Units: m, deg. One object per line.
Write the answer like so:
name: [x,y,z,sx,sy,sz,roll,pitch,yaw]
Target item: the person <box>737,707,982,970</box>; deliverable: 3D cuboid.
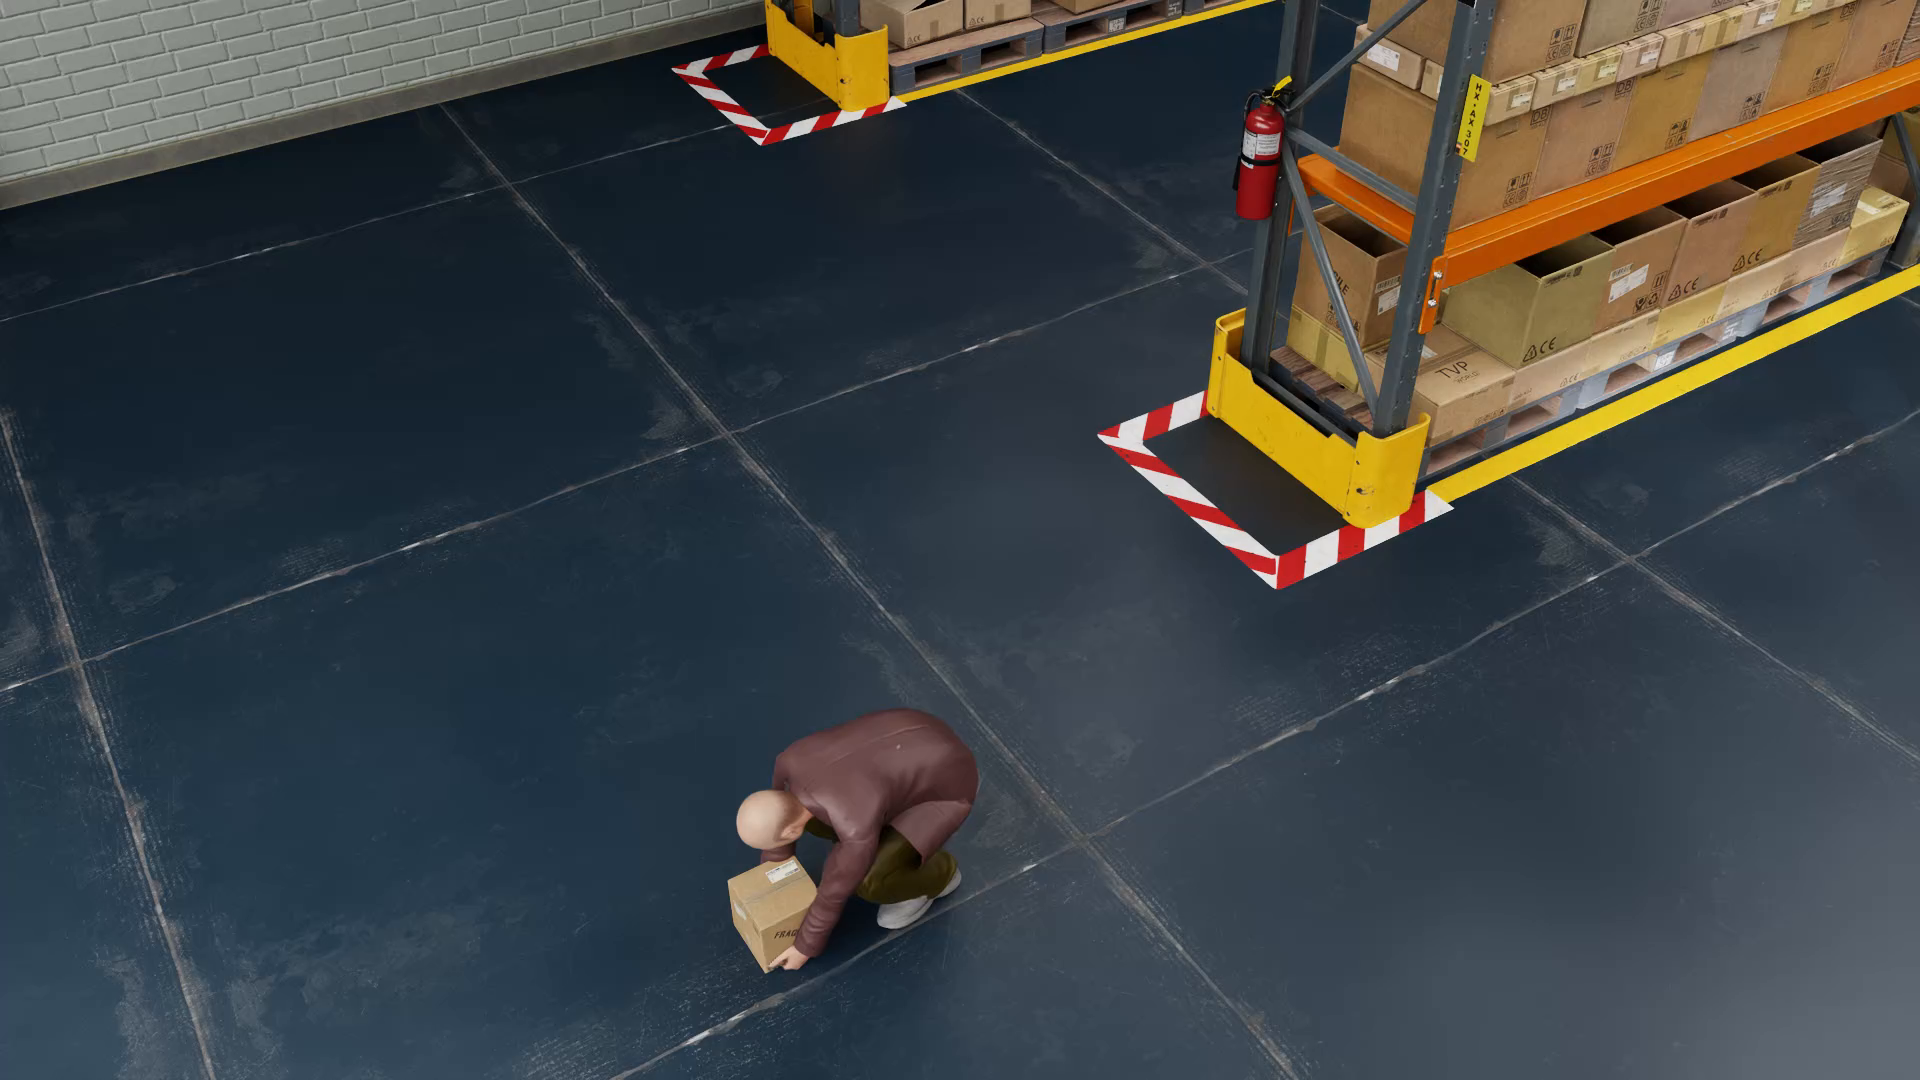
person: [-0.350,0.998,5.788,0.925,0.821,0.575,-23,45,-25]
